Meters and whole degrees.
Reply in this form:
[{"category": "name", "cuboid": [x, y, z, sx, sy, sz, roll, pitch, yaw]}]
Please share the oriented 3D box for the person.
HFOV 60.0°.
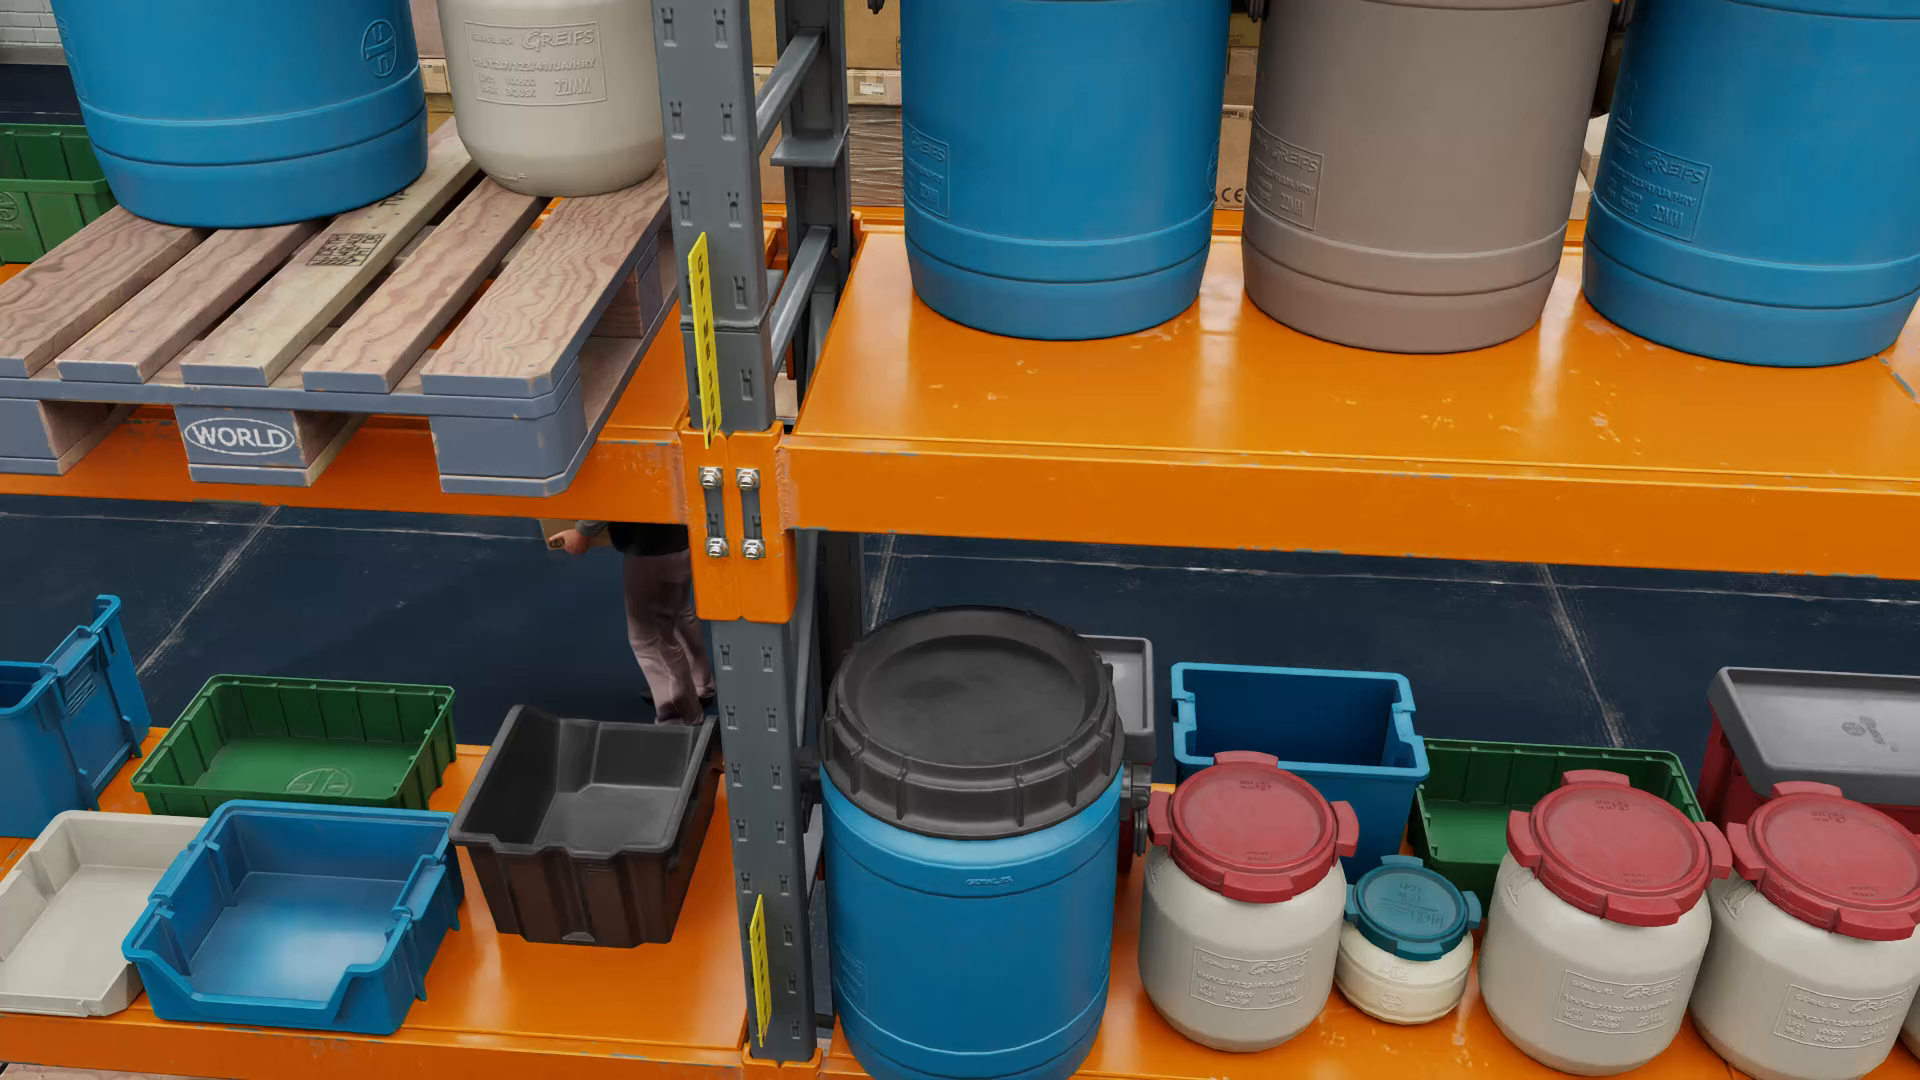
[{"category": "person", "cuboid": [-1.212, -0.005, 6.172, 0.558, 1.720, 0.495, 2, 32, 4]}]
